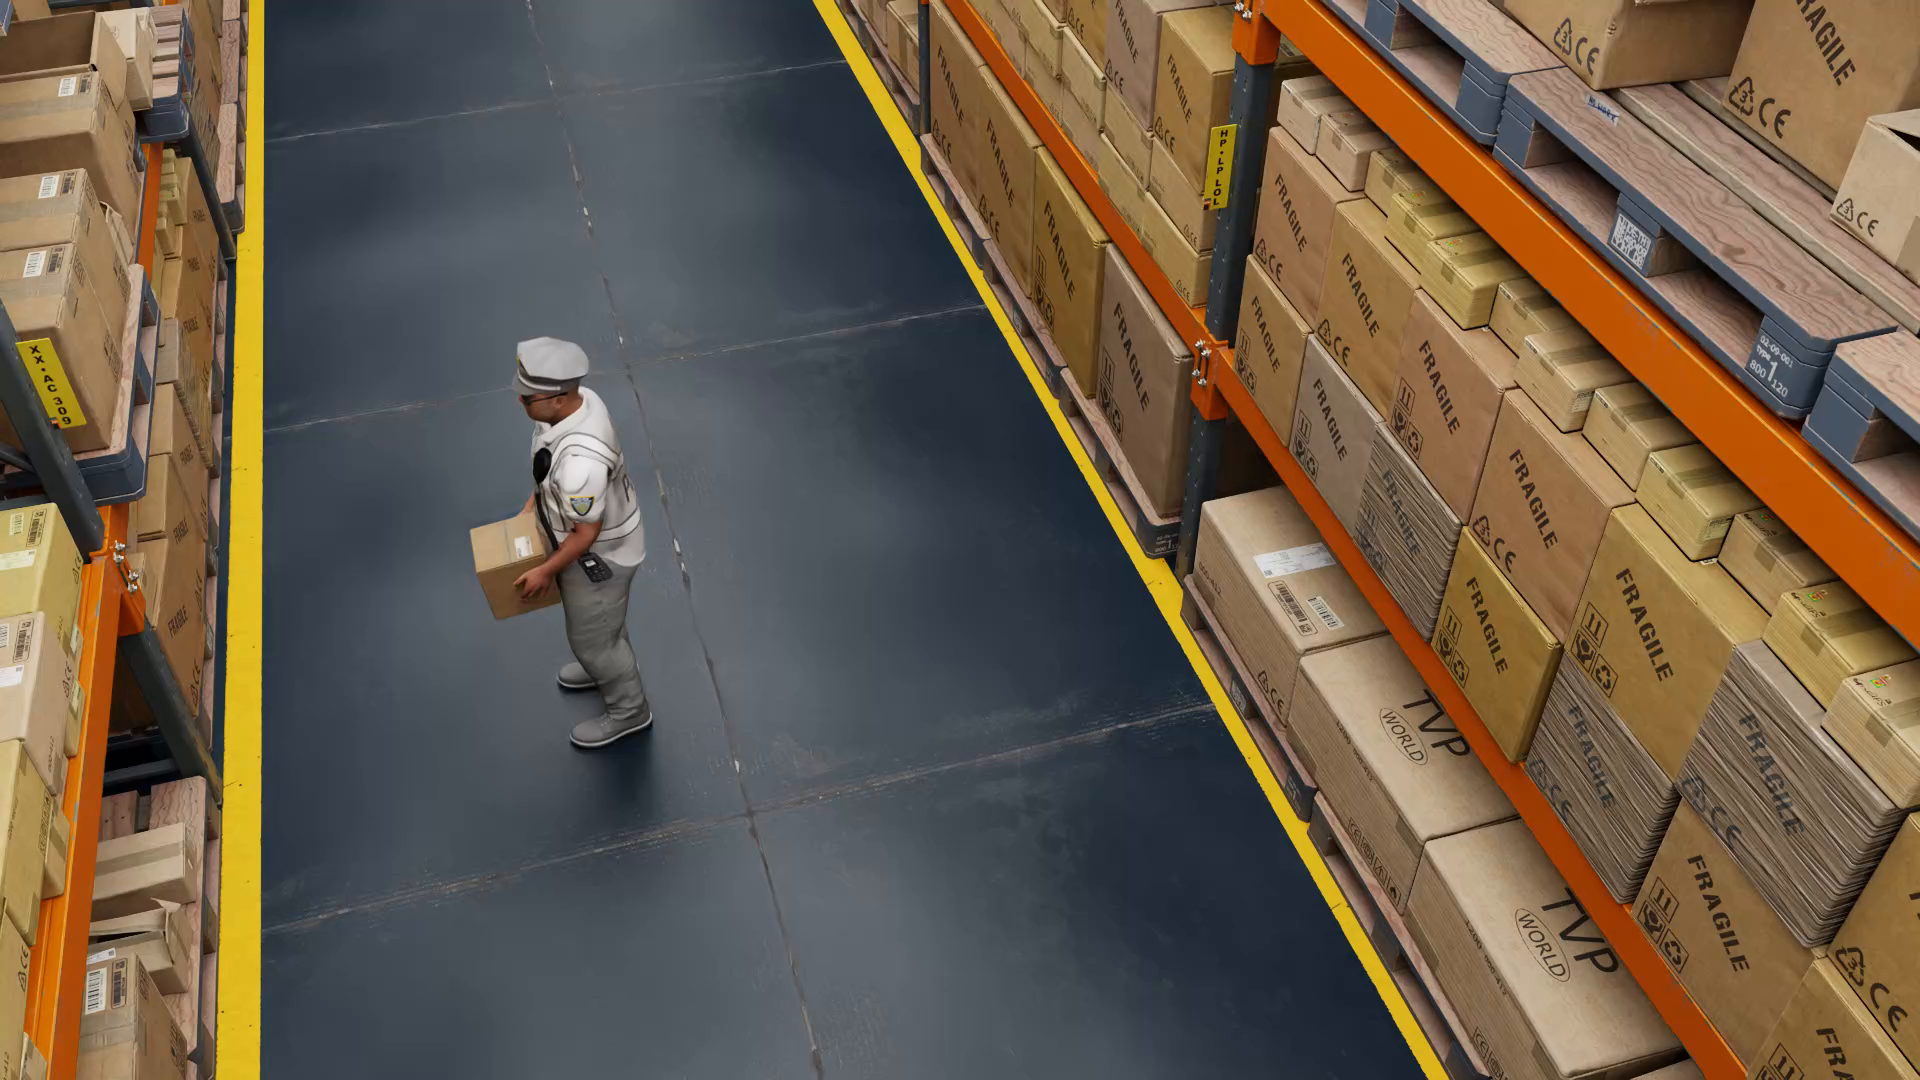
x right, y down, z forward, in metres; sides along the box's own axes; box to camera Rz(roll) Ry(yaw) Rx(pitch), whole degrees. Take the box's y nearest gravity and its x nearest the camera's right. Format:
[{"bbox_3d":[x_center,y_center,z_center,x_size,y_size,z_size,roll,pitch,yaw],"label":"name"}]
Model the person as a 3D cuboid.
[{"bbox_3d":[-1.412,0.018,6.117,0.491,1.769,0.533,-12,43,-13],"label":"person"}]
